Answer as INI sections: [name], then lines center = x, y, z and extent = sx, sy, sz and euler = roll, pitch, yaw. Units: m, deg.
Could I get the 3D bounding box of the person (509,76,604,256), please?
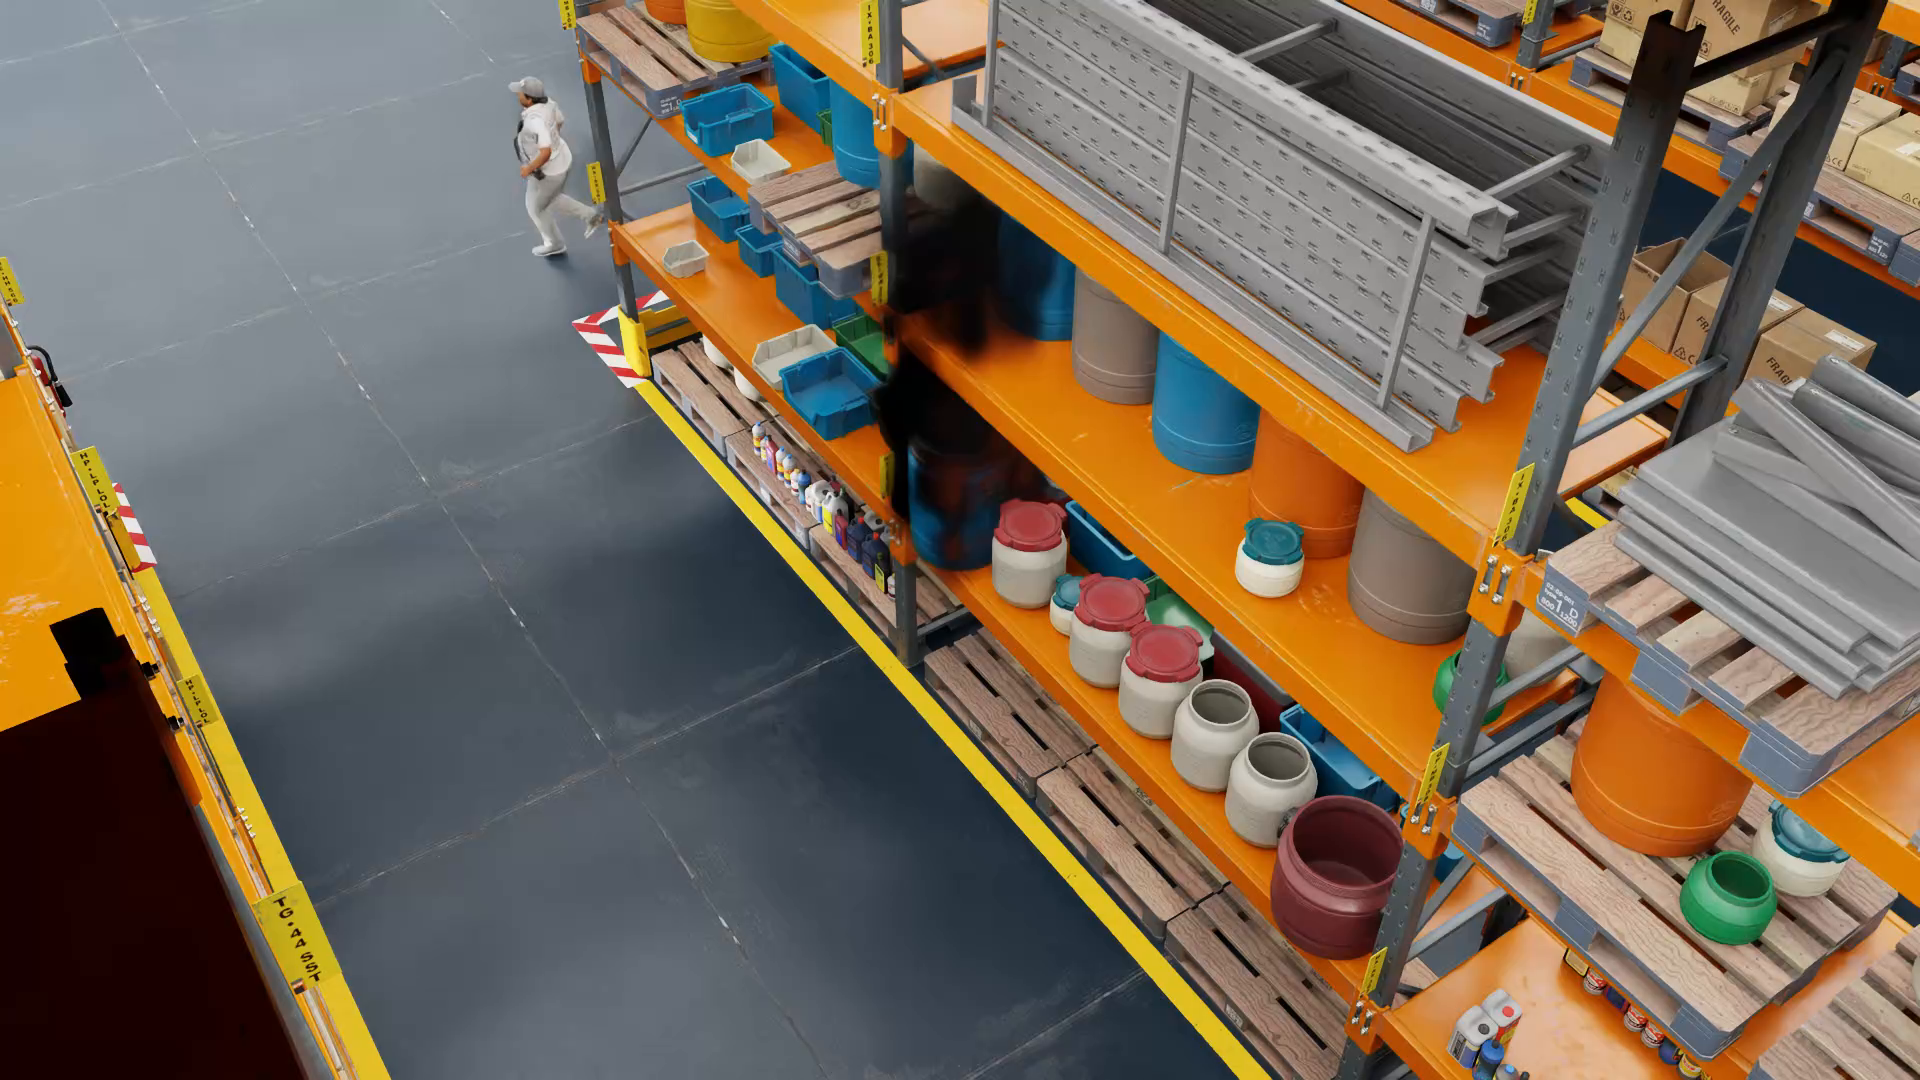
[person]
center = -3.406, -3.109, 13.948
extent = 0.645, 1.653, 0.630
euler = 2, 43, 2
